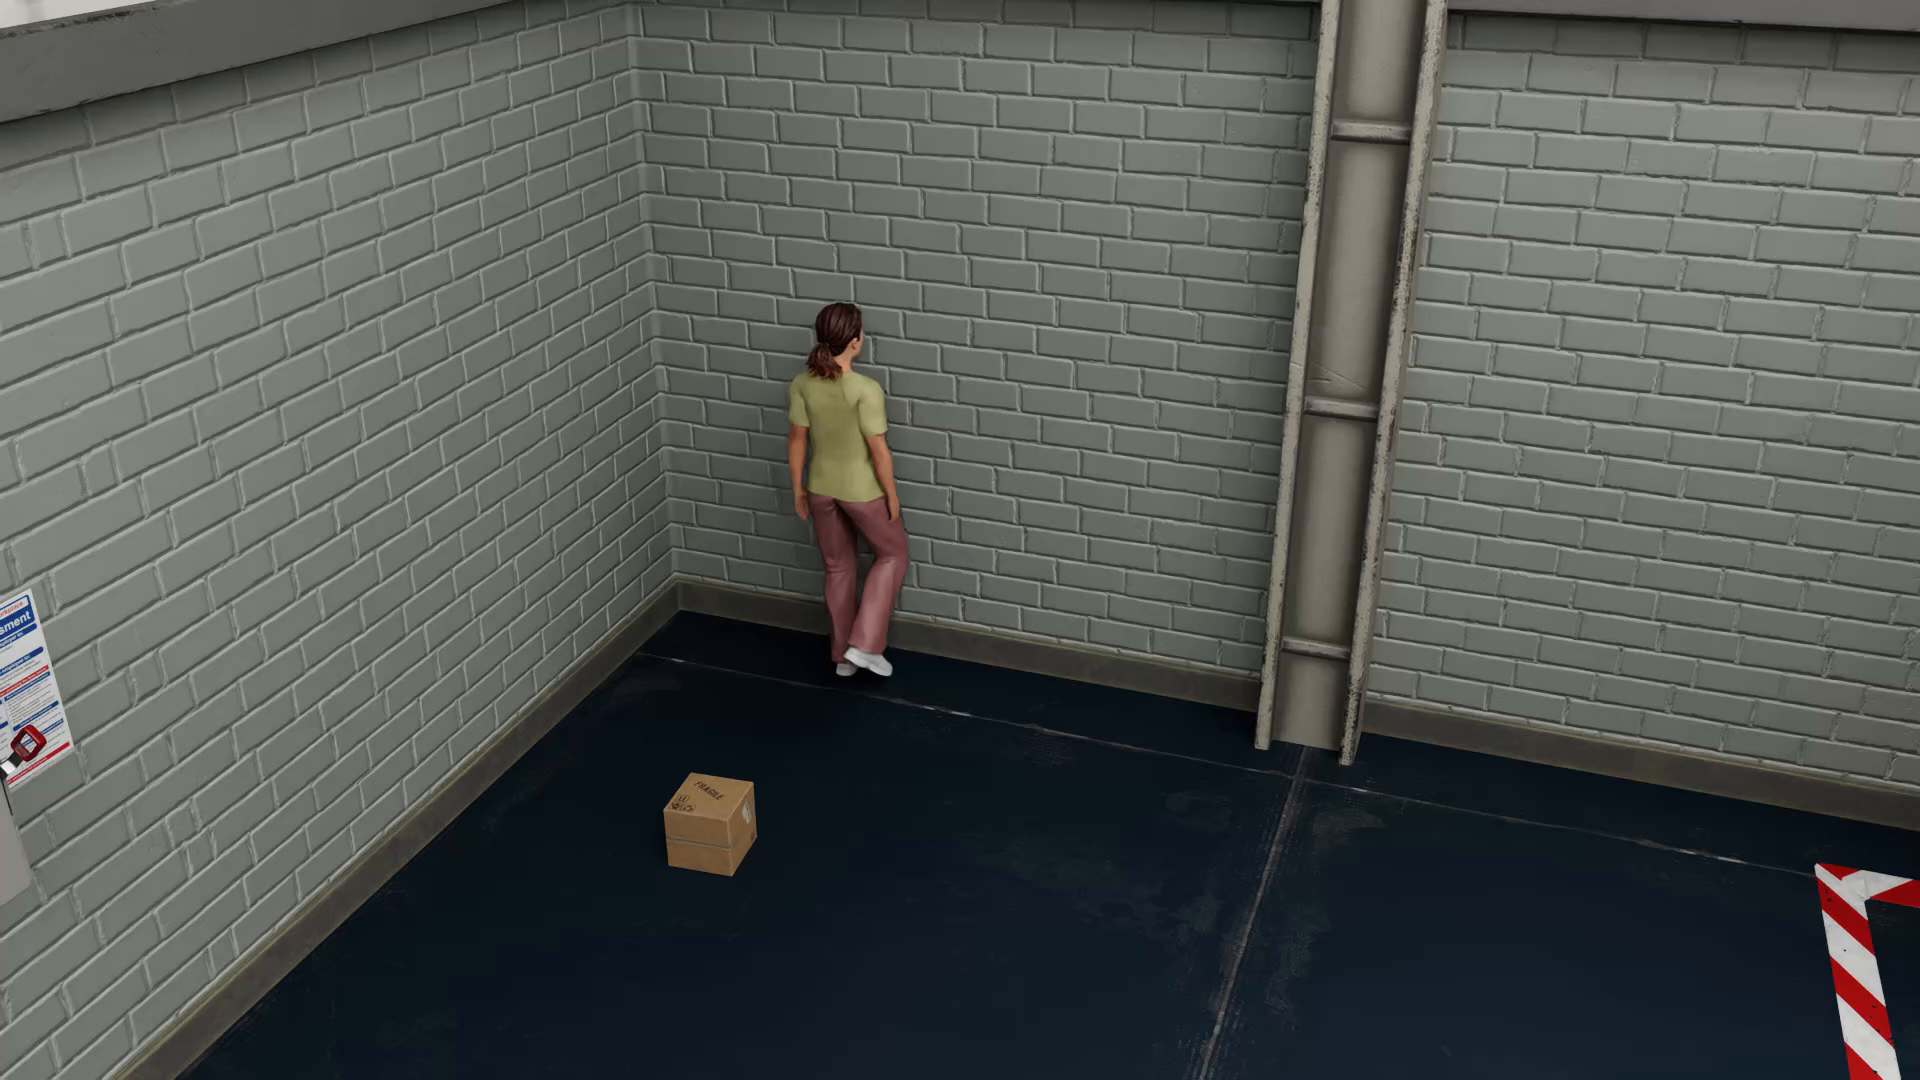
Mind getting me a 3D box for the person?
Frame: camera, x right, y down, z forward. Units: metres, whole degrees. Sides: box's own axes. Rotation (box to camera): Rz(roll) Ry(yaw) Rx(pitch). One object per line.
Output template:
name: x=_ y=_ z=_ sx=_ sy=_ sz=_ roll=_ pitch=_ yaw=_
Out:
person: x=-0.468 y=-0.190 z=6.989 sx=0.463 sy=1.682 sz=0.413 roll=11 pitch=28 yaw=22
